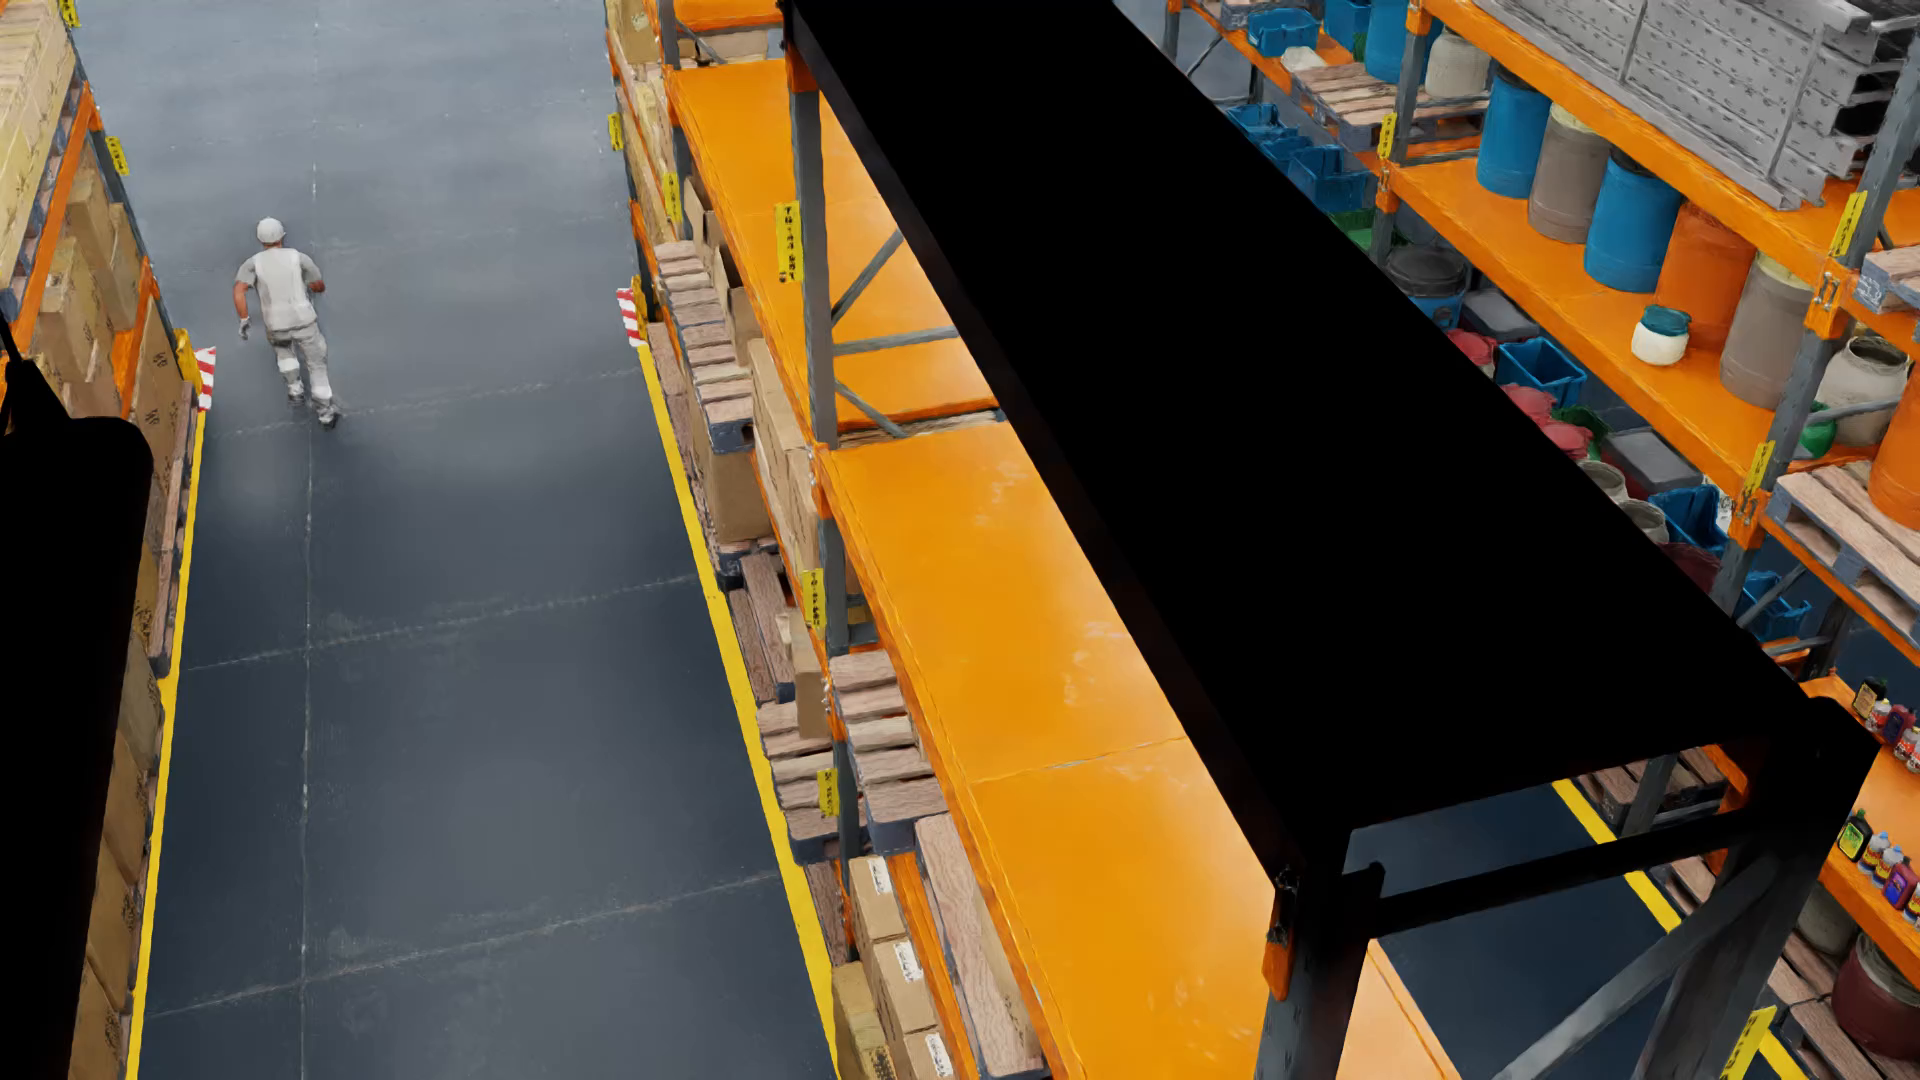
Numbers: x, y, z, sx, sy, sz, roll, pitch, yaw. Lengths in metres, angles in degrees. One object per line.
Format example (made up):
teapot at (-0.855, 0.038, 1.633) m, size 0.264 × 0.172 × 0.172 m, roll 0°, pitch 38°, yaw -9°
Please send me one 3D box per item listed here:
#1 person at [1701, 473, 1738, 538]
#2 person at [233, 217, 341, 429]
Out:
person at (5.151, -0.108, 11.652) m, size 0.450 × 1.588 × 1.092 m, roll -9°, pitch 39°, yaw -11°
person at (-5.557, -1.830, 13.772) m, size 0.684 × 1.712 × 0.820 m, roll -7°, pitch 39°, yaw -9°
